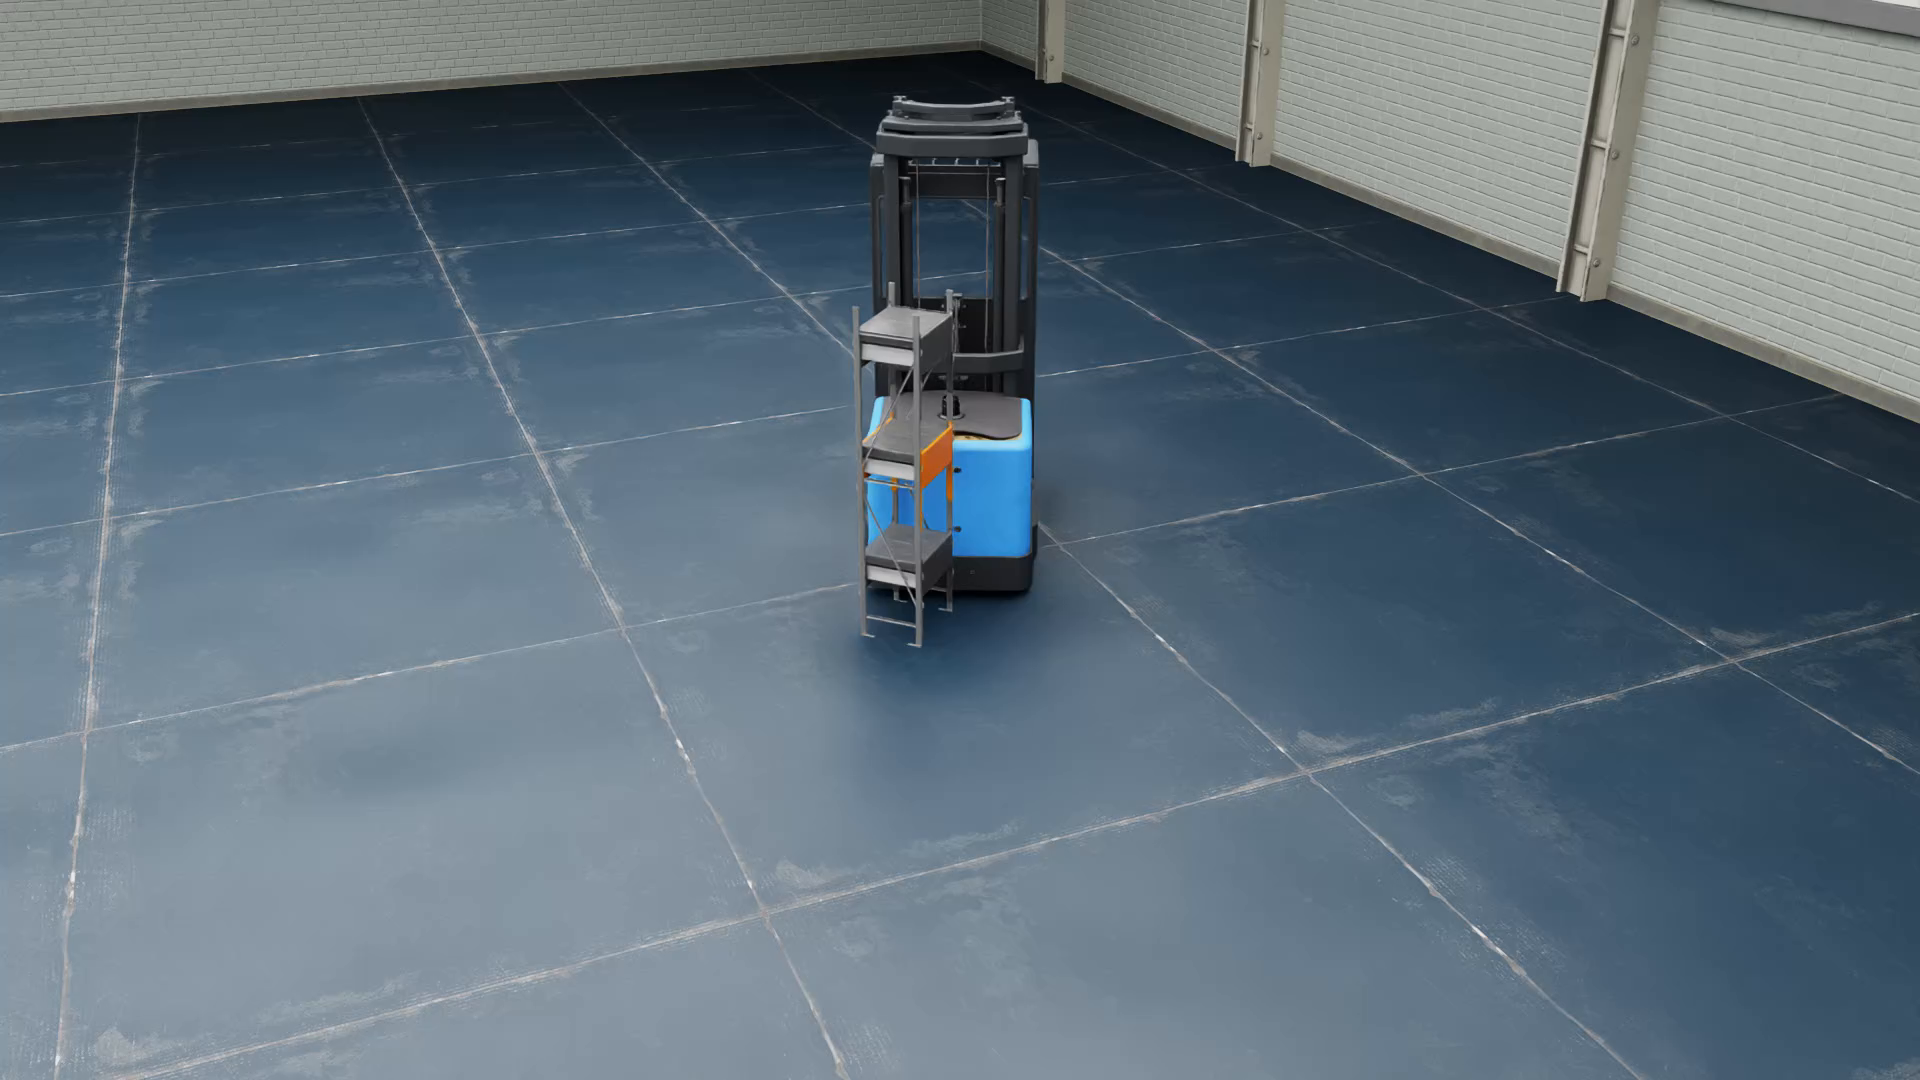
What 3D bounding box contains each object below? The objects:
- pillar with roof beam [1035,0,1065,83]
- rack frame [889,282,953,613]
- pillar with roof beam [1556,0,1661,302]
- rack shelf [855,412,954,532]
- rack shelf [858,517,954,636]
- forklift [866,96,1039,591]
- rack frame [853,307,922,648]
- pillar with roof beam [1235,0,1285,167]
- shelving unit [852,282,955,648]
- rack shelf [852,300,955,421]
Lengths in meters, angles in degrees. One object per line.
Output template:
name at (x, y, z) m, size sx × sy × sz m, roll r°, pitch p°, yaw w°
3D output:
pillar with roof beam at (-2.551, -10.563, 22.774) m, size 9.100 × 9.000 × 0.400 m, roll -11°, pitch 28°, yaw -21°
rack frame at (-0.230, -0.522, 10.070) m, size 0.400 × 2.100 × 0.015 m, roll 10°, pitch 28°, yaw 20°
pillar with roof beam at (2.148, -5.719, 12.852) m, size 9.100 × 9.000 × 0.400 m, roll -11°, pitch 28°, yaw -21°
rack shelf at (-0.322, -0.410, 9.873) m, size 0.431 × 0.518 × 0.480 m, roll 10°, pitch 28°, yaw 20°
rack shelf at (-0.324, 0.218, 10.181) m, size 0.431 × 0.518 × 0.480 m, roll 10°, pitch 28°, yaw 20°
forklift at (-0.029, -1.598, 11.328) m, size 1.130 × 2.935 × 3.031 m, roll 1°, pitch 26°, yaw 1°
rack frame at (-0.414, -0.323, 9.664) m, size 0.400 × 2.100 × 0.015 m, roll 10°, pitch 28°, yaw 20°
pillar with roof beam at (-0.202, -8.141, 17.813) m, size 9.100 × 9.000 × 0.400 m, roll -11°, pitch 28°, yaw -21°
shelving unit at (-0.322, -0.423, 9.867) m, size 0.431 × 2.100 × 0.503 m, roll 10°, pitch 28°, yaw 20°
rack shelf at (-0.320, -1.039, 9.565) m, size 0.431 × 0.518 × 0.480 m, roll 10°, pitch 28°, yaw 20°
